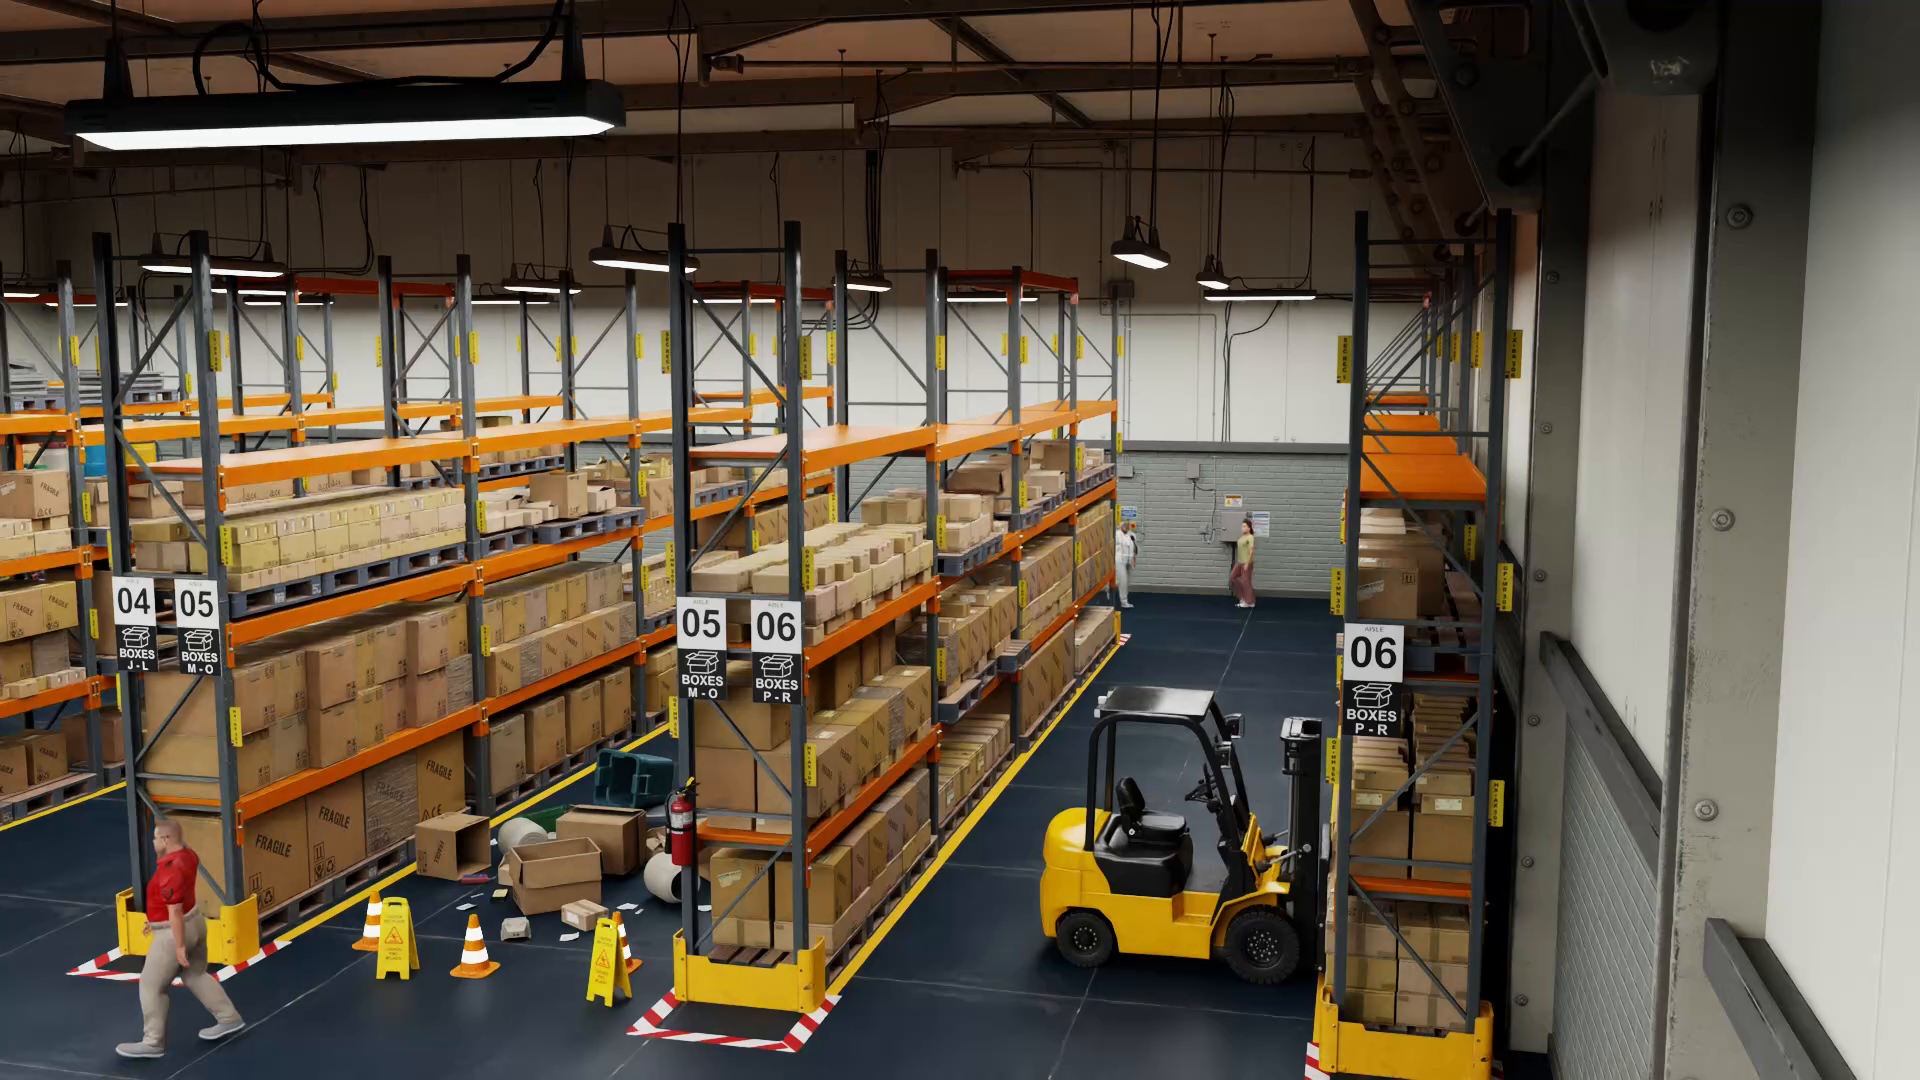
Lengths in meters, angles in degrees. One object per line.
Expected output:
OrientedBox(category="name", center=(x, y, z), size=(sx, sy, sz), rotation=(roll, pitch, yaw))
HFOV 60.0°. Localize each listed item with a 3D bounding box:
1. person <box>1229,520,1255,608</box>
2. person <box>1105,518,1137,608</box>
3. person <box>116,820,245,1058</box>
OrientedBox(category="person", center=(5.400, 0.467, 31.725), size=(0.472, 1.694, 0.501), rotation=(-1, 7, -10))
OrientedBox(category="person", center=(3.096, 0.399, 32.004), size=(0.529, 1.718, 0.924), rotation=(-6, 9, -40))
OrientedBox(category="person", center=(-5.673, 2.863, 12.038), size=(0.805, 1.716, 0.547), rotation=(-1, 7, -7))
